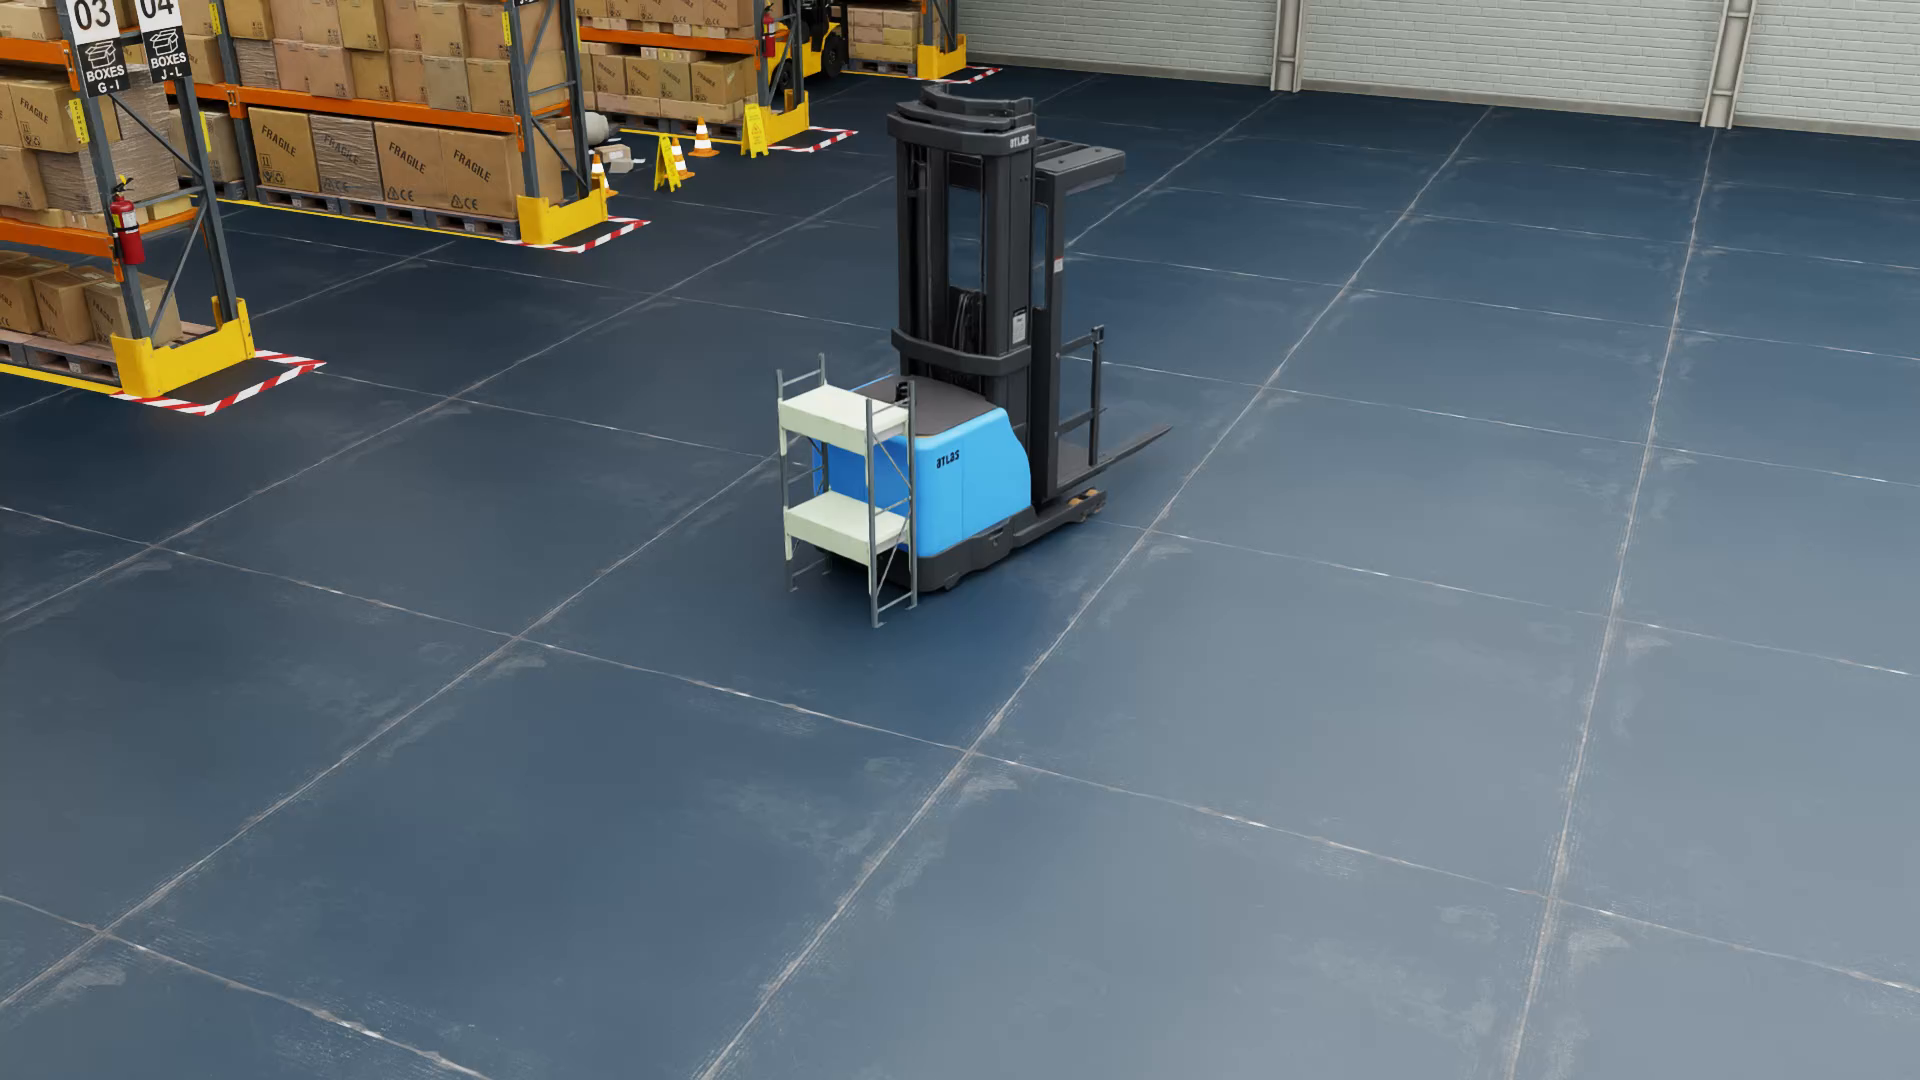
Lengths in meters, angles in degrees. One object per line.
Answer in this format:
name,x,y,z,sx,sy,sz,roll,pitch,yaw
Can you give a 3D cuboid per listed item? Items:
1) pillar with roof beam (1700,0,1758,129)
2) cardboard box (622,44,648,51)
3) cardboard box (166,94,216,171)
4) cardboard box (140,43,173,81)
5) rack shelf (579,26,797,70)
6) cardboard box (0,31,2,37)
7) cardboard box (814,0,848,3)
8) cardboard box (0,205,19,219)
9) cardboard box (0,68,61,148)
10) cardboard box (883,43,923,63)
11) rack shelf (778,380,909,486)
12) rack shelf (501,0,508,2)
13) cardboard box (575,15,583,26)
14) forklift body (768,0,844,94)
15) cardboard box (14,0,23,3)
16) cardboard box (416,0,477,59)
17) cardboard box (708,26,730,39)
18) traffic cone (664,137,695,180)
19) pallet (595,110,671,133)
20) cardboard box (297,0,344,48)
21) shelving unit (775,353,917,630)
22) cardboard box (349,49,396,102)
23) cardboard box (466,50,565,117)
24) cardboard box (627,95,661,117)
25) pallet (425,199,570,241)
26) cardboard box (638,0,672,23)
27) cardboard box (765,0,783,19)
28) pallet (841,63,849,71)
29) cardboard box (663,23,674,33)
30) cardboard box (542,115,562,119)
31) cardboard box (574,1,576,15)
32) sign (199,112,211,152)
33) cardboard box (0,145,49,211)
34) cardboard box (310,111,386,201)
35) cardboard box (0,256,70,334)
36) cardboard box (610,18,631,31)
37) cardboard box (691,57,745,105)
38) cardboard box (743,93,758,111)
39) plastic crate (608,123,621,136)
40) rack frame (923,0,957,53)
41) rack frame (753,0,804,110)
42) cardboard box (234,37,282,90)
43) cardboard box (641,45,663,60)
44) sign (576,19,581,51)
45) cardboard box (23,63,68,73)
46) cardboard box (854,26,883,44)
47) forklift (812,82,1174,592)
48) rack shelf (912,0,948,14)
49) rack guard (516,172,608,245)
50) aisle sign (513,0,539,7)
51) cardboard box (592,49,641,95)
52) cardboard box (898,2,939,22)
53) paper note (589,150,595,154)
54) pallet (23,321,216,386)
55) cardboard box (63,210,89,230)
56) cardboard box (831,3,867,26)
pillar with roof beam,8.576,-7.984,17.279,0.400,9.000,9.100,11,28,22
cardboard box,-4.419,-6.569,22.984,0.500,0.500,0.500,13,29,24
cardboard box,-9.433,-4.888,19.854,0.750,0.750,1.050,11,28,22
cardboard box,-9.000,-5.579,19.073,0.500,0.500,0.500,11,28,21
rack shelf,-4.177,-6.774,22.428,4.000,0.370,1.077,11,28,22
cardboard box,-7.458,-4.101,12.958,0.500,0.250,0.500,12,28,22
cardboard box,-2.035,-8.578,26.782,0.500,0.250,0.500,11,28,21
cardboard box,-7.711,-2.788,13.802,0.250,0.149,0.380,11,28,22
cardboard box,-7.519,-3.464,13.308,0.500,0.500,0.500,11,28,22
cardboard box,-0.863,-7.642,26.013,0.500,0.250,0.500,12,28,22
rack shelf,-0.685,-0.650,9.989,0.720,0.370,0.431,20,33,35
rack shelf,-6.134,-6.111,17.685,4.000,0.370,1.077,11,28,22
cardboard box,-5.127,-7.043,22.443,0.250,0.149,0.380,12,29,23
forklift body,-2.786,-7.960,24.983,1.214,2.155,2.313,11,28,22
cardboard box,-7.029,-4.224,12.756,0.250,0.149,0.380,10,28,20
cardboard box,-5.174,-5.421,17.473,0.550,0.550,0.875,11,28,22
cardboard box,-3.062,-6.603,21.550,0.250,0.149,0.380,11,28,21
traffic cone,-3.432,-4.645,20.160,0.334,0.463,0.336,11,28,22
pallet,-4.257,-5.881,22.956,1.213,0.211,1.003,11,28,22
cardboard box,-6.649,-5.717,18.073,0.550,0.550,0.875,11,28,22
shelving unit,-0.685,-0.300,10.162,0.755,1.500,0.431,20,33,35
cardboard box,-6.137,-5.165,18.174,0.500,0.550,0.875,11,28,22
cardboard box,-4.670,-4.840,17.514,0.550,0.550,0.875,11,28,22
cardboard box,-4.150,-5.917,22.510,0.500,0.250,0.500,10,28,20
pallet,-5.073,-3.586,18.295,1.213,0.211,1.003,11,28,22
cardboard box,-3.872,-7.085,21.794,0.500,0.500,0.500,11,28,22
cardboard box,-2.673,-7.108,21.841,0.500,0.500,0.500,11,28,21
pallet,-2.125,-7.824,26.902,1.213,0.211,1.003,11,28,22
cardboard box,-3.708,-6.797,21.943,0.250,0.149,0.380,12,29,23
cardboard box,-5.585,-5.600,22.054,0.500,0.500,0.500,-12,29,-23
cardboard box,-5.246,-7.366,22.366,0.500,0.500,0.500,11,28,22
sign,-6.234,-3.353,13.685,0.005,0.325,0.100,11,28,22
cardboard box,-7.452,-3.080,13.660,0.500,0.500,0.875,11,28,22
cardboard box,-6.589,-4.383,18.686,0.875,0.875,0.875,12,28,22
cardboard box,-8.140,-2.152,14.580,0.500,0.500,0.500,14,30,27
cardboard box,-4.442,-6.891,22.135,0.250,0.149,0.380,11,28,22
cardboard box,-3.193,-6.064,21.960,0.500,0.500,0.500,12,28,22
cardboard box,-2.976,-5.945,22.567,0.500,0.250,0.500,11,28,21
plastic crate,-4.908,-5.536,22.404,0.583,0.080,0.402,2,26,4
rack frame,-0.305,-8.728,25.582,0.127,3.000,1.000,11,28,22
rack frame,-2.356,-6.732,21.527,0.127,3.000,1.000,11,28,22
cardboard box,-7.614,-5.459,18.772,0.550,0.550,0.875,11,28,22
cardboard box,-4.022,-6.492,22.093,0.250,0.149,0.380,13,29,24
sign,-4.078,-5.369,17.689,0.005,0.325,0.100,11,28,22
cardboard box,-7.298,-3.678,13.743,0.500,0.500,0.500,11,28,22
cardboard box,-1.329,-7.966,26.106,0.500,0.250,0.500,11,28,21
forklift,0.372,-1.564,11.109,1.130,2.935,3.031,21,33,36
rack shelf,-2.125,-8.771,26.483,4.000,0.370,1.077,11,28,22
rack guard,-4.291,-3.597,17.990,0.348,0.500,1.175,11,28,22
aisle sign,-4.373,-5.755,16.601,0.004,0.787,0.394,11,28,22
cardboard box,-4.609,-6.349,22.538,0.500,0.500,0.500,13,29,24
cardboard box,-0.664,-8.295,26.209,0.500,0.250,0.500,11,28,21
paper note,-4.752,-4.982,21.348,0.142,0.019,0.148,23,35,39
pallet,-7.252,-1.672,14.408,1.213,0.211,1.003,11,28,22
cardboard box,-7.031,-2.649,13.519,0.250,0.149,0.380,11,28,22
cardboard box,-1.784,-8.269,26.156,0.500,0.250,0.500,12,29,22
